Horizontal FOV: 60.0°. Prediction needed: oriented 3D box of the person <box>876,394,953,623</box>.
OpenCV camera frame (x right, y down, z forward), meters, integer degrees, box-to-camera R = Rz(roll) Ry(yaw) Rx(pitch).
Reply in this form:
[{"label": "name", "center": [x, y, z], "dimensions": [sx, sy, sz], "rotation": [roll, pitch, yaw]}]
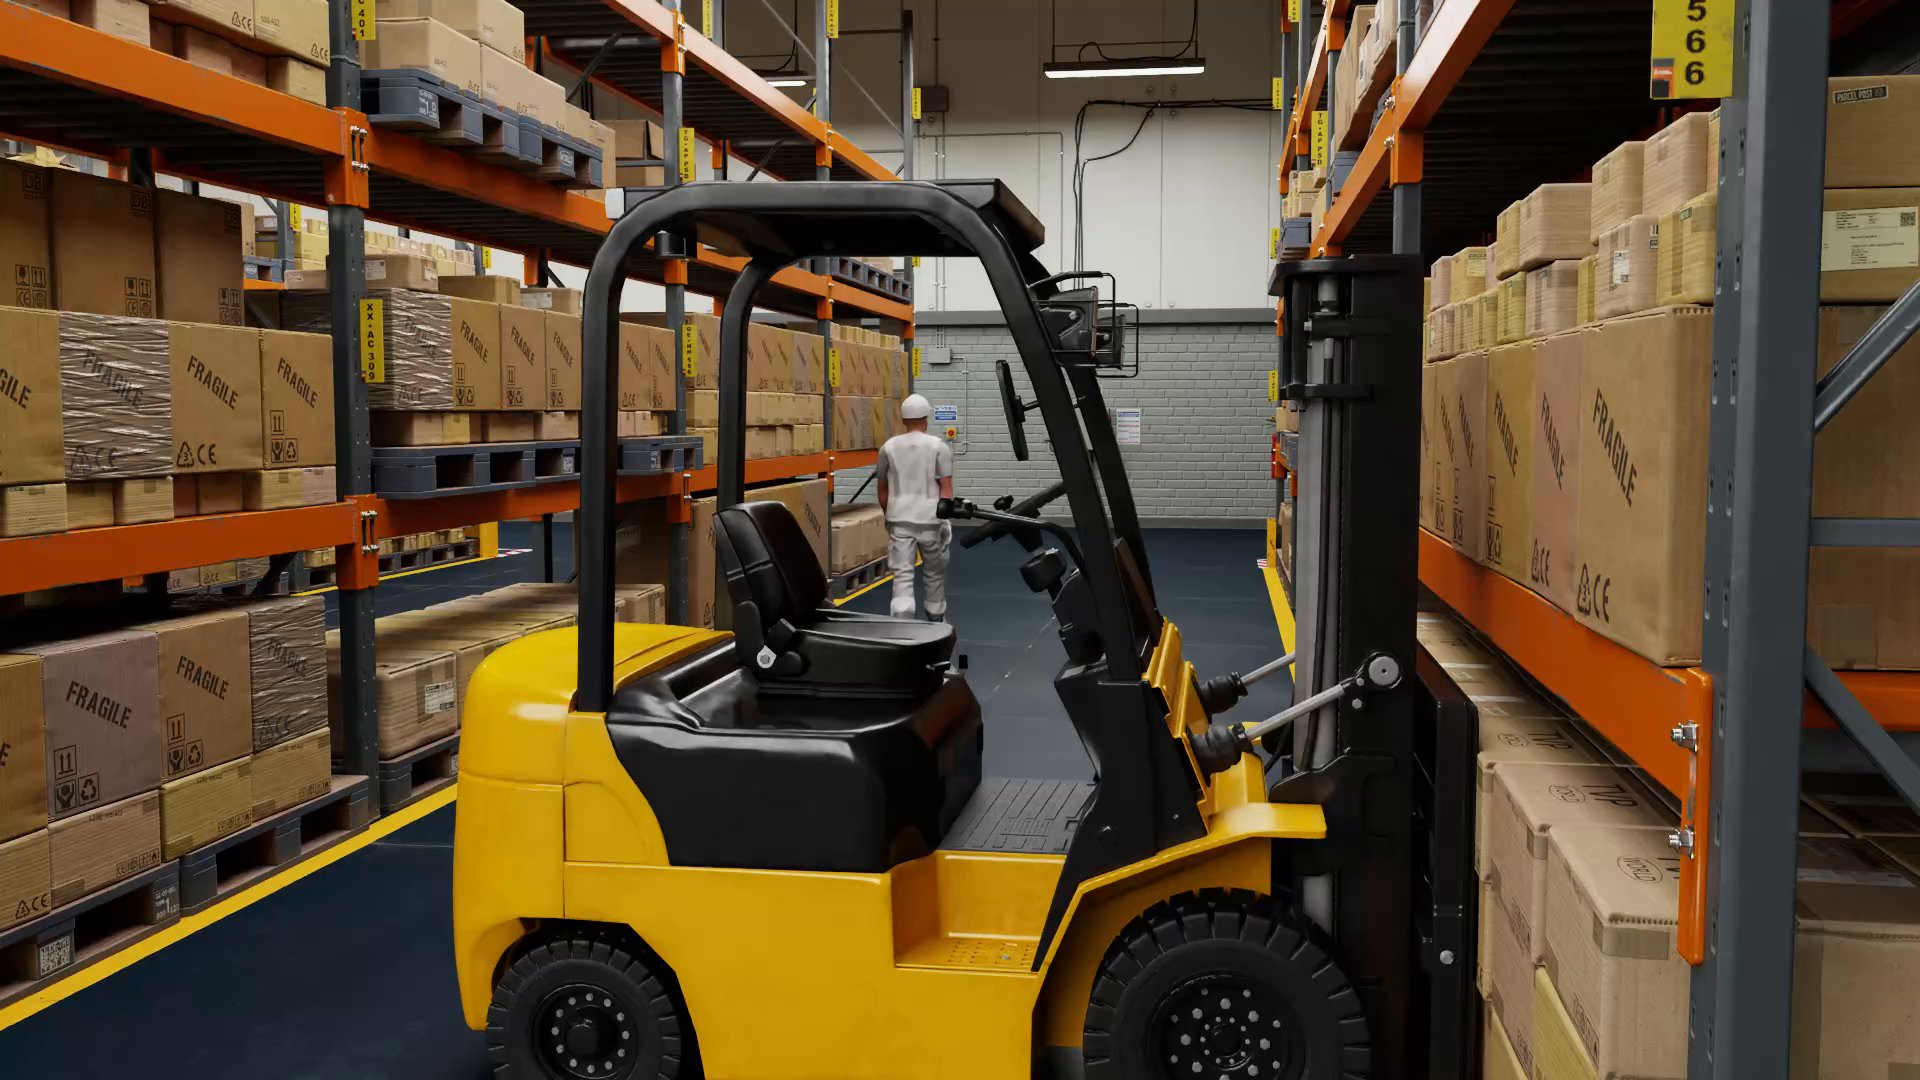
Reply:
[{"label": "person", "center": [-0.293, -0.132, 11.370], "dimensions": [0.542, 1.725, 1.042], "rotation": [0, 4, 5]}]
